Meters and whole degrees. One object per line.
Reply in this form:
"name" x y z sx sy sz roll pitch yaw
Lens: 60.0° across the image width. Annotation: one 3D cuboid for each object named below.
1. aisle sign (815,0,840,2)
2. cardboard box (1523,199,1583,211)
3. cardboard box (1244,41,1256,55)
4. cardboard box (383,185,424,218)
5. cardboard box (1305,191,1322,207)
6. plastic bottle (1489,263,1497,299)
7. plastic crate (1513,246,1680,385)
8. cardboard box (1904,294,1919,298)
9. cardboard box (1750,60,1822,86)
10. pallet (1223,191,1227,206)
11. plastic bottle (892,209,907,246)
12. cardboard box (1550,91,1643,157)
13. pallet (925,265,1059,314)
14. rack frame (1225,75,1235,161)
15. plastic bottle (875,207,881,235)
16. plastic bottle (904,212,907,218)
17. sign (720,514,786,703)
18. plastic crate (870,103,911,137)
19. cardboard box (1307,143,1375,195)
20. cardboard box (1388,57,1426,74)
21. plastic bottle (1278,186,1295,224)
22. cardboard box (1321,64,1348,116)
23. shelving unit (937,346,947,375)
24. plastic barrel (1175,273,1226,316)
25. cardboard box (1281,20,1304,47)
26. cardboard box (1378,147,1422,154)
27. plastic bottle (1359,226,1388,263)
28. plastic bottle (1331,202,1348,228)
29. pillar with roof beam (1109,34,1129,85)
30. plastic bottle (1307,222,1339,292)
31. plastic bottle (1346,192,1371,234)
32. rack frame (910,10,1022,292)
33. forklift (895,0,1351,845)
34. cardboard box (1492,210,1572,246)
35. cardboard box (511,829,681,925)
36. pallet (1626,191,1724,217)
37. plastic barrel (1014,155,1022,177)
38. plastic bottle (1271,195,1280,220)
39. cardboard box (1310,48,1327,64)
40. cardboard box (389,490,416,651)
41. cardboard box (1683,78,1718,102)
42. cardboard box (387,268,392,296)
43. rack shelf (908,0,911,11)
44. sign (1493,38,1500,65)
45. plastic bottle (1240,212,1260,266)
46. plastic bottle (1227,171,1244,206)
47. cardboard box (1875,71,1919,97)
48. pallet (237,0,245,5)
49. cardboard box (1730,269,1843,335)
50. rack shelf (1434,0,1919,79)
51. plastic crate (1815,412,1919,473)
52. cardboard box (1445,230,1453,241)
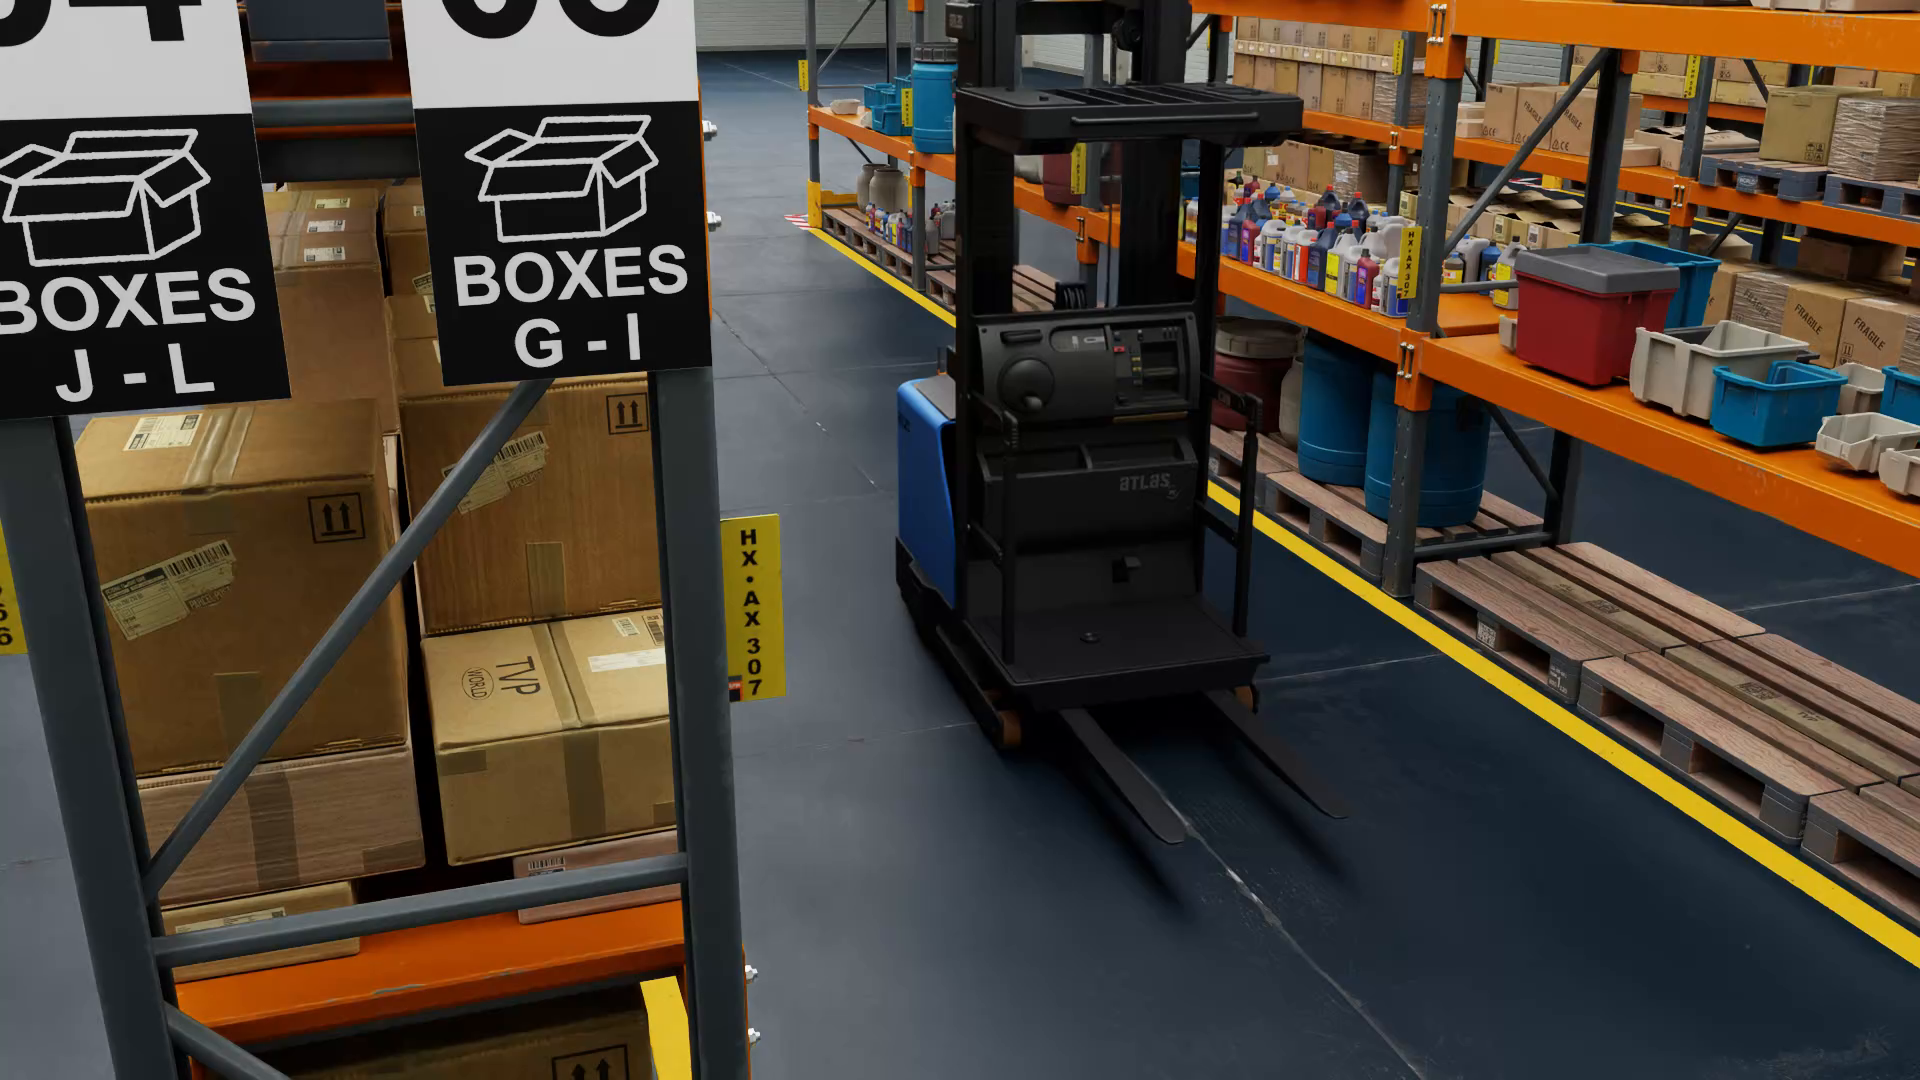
"aisle sign" -1.500 -6.259 18.058 0.394 0.787 0.004 -6 21 -17
"cardboard box" 5.485 -3.026 15.520 0.500 0.311 0.500 -6 21 -17
"cardboard box" 3.509 -5.687 19.206 0.380 0.149 0.250 -7 21 -19
"cardboard box" -1.731 -0.969 5.850 0.500 0.500 0.500 -6 21 -16
"cardboard box" 4.089 -3.634 18.043 0.500 0.250 0.500 -6 21 -17
"plastic bottle" 2.767 -1.340 8.503 0.097 0.201 0.097 0 20 0
"plastic crate" 2.615 -0.937 6.906 0.402 0.464 0.583 -6 21 -17
"cardboard box" 6.869 -1.423 11.487 0.500 0.500 0.500 -7 21 -19
"cardboard box" 9.021 -5.223 18.103 0.500 0.500 0.500 -6 21 -17
"pallet" 3.784 -4.015 19.782 1.003 0.211 1.213 -6 21 -17
"plastic bottle" -0.580 -3.061 16.270 0.144 0.351 0.185 -7 21 -18
"cardboard box" 5.476 -3.585 14.312 0.500 0.500 0.500 -8 21 -20
"pallet" 0.341 -2.199 14.727 1.003 0.211 1.213 -6 21 -17
"rack frame" 3.504 -5.568 19.982 1.000 3.000 0.127 -6 21 -17
"plastic bottle" -0.818 -3.241 16.888 0.097 0.271 0.097 0 20 0
"plastic bottle" -0.526 -3.094 16.459 0.061 0.283 0.133 -6 21 -17
"sign" -0.344 0.116 2.759 0.100 0.325 0.005 -6 21 -17
"plastic crate" -0.548 -4.016 15.880 0.499 0.251 0.616 -6 21 -17
"cardboard box" 4.101 -3.988 17.920 0.500 0.500 0.500 -6 21 -17
"cardboard box" 4.472 -4.701 16.461 0.380 0.149 0.250 -6 21 -17
"plastic bottle" 2.061 -2.093 10.496 0.097 0.271 0.097 0 20 0
"cardboard box" 4.290 -4.803 17.704 0.700 0.500 0.500 -6 21 -16
"shelving unit" 0.017 -0.477 8.691 0.215 1.050 0.252 -6 21 -17
"plastic barrel" 1.485 -1.497 11.236 0.600 0.830 0.708 -6 21 -17
"cardboard box" 3.985 -5.728 18.359 0.700 0.500 0.500 -6 21 -17
"cardboard box" 4.748 -3.883 17.626 0.500 0.500 0.500 -6 21 -17
"plastic bottle" 2.110 -1.445 8.574 0.144 0.351 0.185 -6 21 -17
"plastic bottle" 2.249 -1.861 9.833 0.061 0.283 0.133 -6 21 -17
"pillar with roof beam" -0.498 -14.105 34.875 9.100 9.000 0.400 -6 21 -17
"plastic bottle" 1.915 -1.489 8.697 0.144 0.351 0.185 -6 21 -17
"plastic bottle" 2.317 -1.844 9.685 0.144 0.351 0.185 -6 21 -17
"rack frame" 0.058 -3.760 14.946 1.000 3.000 0.127 -6 21 -17
"forklift" 0.587 -0.693 6.511 1.130 2.935 3.031 -6 21 -15
"cardboard box" 5.139 -2.800 14.891 0.500 0.311 0.500 -6 21 -16
"cardboard box" -0.671 0.587 3.217 0.380 0.149 0.250 -6 21 -17
"pallet" 8.831 -4.104 20.030 1.003 0.211 1.213 -6 21 -17
"plastic barrel" 0.517 -3.119 12.961 0.433 0.535 0.433 0 20 0
"plastic bottle" 2.030 -2.091 10.595 0.097 0.201 0.097 0 20 0
"cardboard box" 3.988 -5.194 17.832 0.380 0.149 0.250 -6 21 -15
"cardboard box" -1.596 0.095 3.997 0.500 0.250 0.500 -7 21 -19
"cardboard box" 8.705 -5.191 19.125 0.500 0.250 0.500 -7 21 -18
"cardboard box" -2.685 -0.994 7.098 0.500 0.500 0.500 -6 21 -16
"rack shelf" -0.571 -5.475 16.348 1.077 0.370 4.000 -6 21 -17
"sign" 5.273 -4.853 16.395 0.100 0.325 0.005 -6 21 -17
"plastic bottle" 1.637 -1.696 9.372 0.061 0.283 0.133 -6 21 -17
"plastic bottle" 1.847 -2.337 11.157 0.061 0.283 0.133 -6 21 -17
"cardboard box" 9.759 -4.719 16.819 0.700 0.500 0.500 -4 20 -12
"pallet" -2.465 -2.277 6.663 0.805 0.209 1.217 -7 21 -19
"cardboard box" 6.060 -1.688 12.225 0.500 0.500 0.500 -7 21 -19
"rack shelf" 3.201 -1.624 5.626 1.077 0.370 4.000 -6 21 -17
"plastic crate" 3.103 -0.330 5.698 0.298 0.136 0.250 -6 21 -17
"cardboard box" 4.812 -2.868 15.911 0.500 0.250 0.500 -6 21 -16
